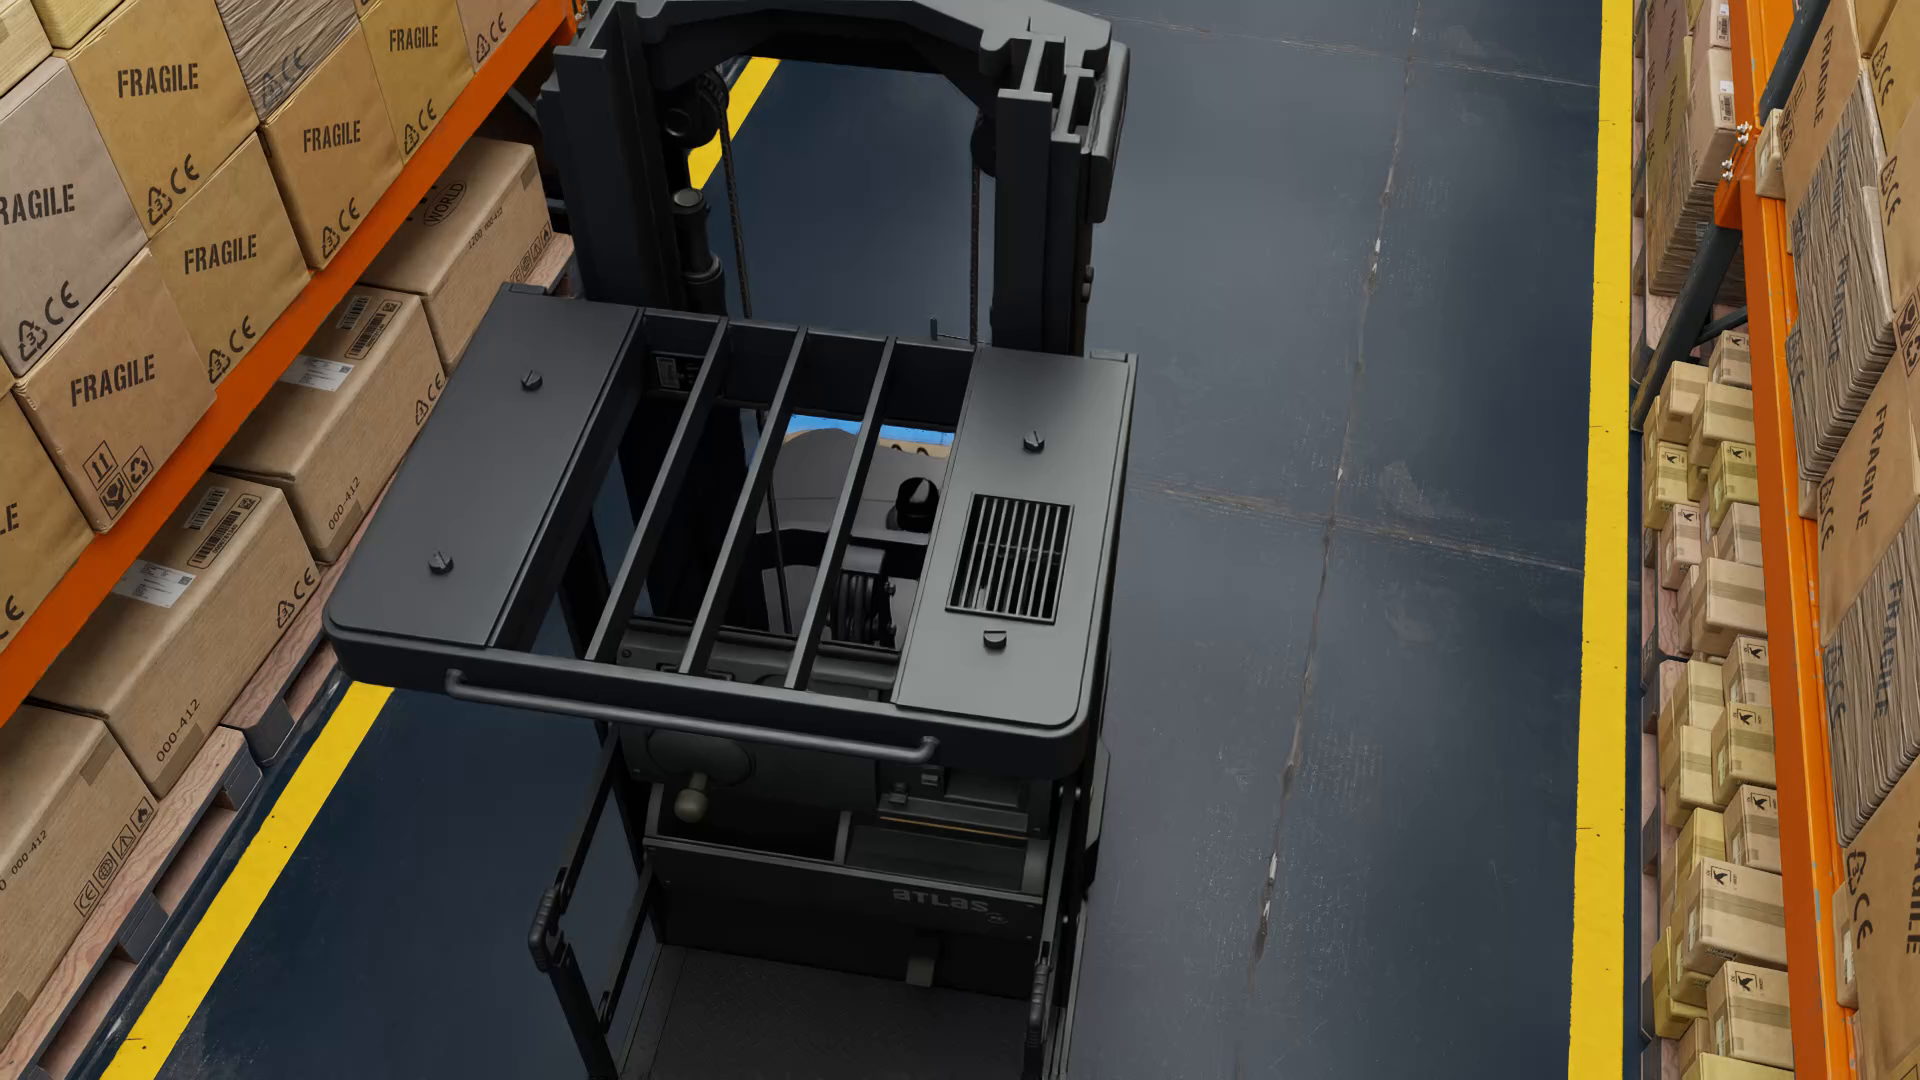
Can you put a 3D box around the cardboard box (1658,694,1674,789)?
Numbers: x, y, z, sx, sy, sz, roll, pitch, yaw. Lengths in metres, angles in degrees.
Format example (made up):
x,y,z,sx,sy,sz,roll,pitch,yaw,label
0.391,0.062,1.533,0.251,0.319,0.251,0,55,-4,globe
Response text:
x,y,z,sx,sy,sz,roll,pitch,yaw,label
2.247,0.617,4.826,0.380,0.149,0.250,10,49,9,cardboard box

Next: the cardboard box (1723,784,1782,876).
x,y,z,sx,sy,sz,roll,pitch,yaw,label
2.187,0.802,4.266,0.380,0.149,0.250,10,49,9,cardboard box

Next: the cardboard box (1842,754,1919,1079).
x,y,z,sx,sy,sz,roll,pitch,yaw,label
1.913,0.681,2.884,0.500,0.500,0.500,11,49,9,cardboard box

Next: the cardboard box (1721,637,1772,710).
x,y,z,sx,sy,sz,roll,pitch,yaw,label
2.331,0.437,4.588,0.380,0.149,0.250,10,49,8,cardboard box

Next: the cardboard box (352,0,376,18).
x,y,z,sx,sy,sz,roll,pitch,yaw,label
-1.846,-1.840,4.640,0.500,0.500,0.500,11,49,9,cardboard box

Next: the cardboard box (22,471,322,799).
x,y,z,sx,sy,sz,roll,pitch,yaw,label
-2.590,0.204,4.998,0.875,0.438,0.875,13,50,11,cardboard box

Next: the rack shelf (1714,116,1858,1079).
x,y,z,sx,sy,sz,roll,pitch,yaw,label
2.428,0.351,3.919,1.077,0.370,4.000,12,50,10,rack shelf

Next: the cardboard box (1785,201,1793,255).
x,y,z,sx,sy,sz,roll,pitch,yaw,label
2.568,-0.909,4.719,0.380,0.149,0.250,13,50,11,cardboard box

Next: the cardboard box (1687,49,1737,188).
x,y,z,sx,sy,sz,roll,pitch,yaw,label
2.907,-1.482,5.945,0.500,0.250,0.500,10,49,9,cardboard box

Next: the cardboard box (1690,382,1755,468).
x,y,z,sx,sy,sz,roll,pitch,yaw,label
2.535,-0.330,5.266,0.380,0.149,0.250,14,50,12,cardboard box

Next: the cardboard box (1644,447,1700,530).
x,y,z,sx,sy,sz,roll,pitch,yaw,label
2.479,-0.137,5.492,0.380,0.149,0.250,13,50,11,cardboard box

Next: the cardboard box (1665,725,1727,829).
x,y,z,sx,sy,sz,roll,pitch,yaw,label
2.156,0.688,4.565,0.380,0.149,0.250,12,50,10,cardboard box

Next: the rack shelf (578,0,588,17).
x,y,z,sx,sy,sz,roll,pitch,yaw,label
-1.321,-3.446,7.271,1.077,0.370,4.000,12,50,10,rack shelf

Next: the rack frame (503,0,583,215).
x,y,z,sx,sy,sz,roll,pitch,yaw,label
-1.847,-2.238,5.724,1.000,3.000,0.127,12,50,10,rack frame

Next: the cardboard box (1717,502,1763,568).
x,y,z,sx,sy,sz,roll,pitch,yaw,label
2.469,0.055,4.925,0.380,0.149,0.250,10,49,9,cardboard box

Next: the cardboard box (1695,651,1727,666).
x,y,z,sx,sy,sz,roll,pitch,yaw,label
2.372,0.344,4.868,0.380,0.149,0.250,14,50,12,cardboard box

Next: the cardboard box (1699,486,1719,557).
x,y,z,sx,sy,sz,roll,pitch,yaw,label
2.541,-0.045,5.212,0.380,0.149,0.250,11,50,10,cardboard box

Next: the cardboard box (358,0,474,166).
x,y,z,sx,sy,sz,roll,pitch,yaw,label
-1.853,-1.511,5.017,0.500,0.500,0.500,10,49,9,cardboard box

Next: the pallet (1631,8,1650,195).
x,y,z,sx,sy,sz,roll,pitch,yaw,label
3.477,-1.860,7.251,1.003,0.211,1.213,12,50,10,pallet

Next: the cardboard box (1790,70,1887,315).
x,y,z,sx,sy,sz,roll,pitch,yaw,label
2.458,-0.797,4.188,0.500,0.500,0.500,12,50,10,cardboard box

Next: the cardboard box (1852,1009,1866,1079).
x,y,z,sx,sy,sz,roll,pitch,yaw,label
1.868,0.994,3.039,0.380,0.149,0.250,11,50,10,cardboard box

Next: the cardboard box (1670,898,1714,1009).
x,y,z,sx,sy,sz,roll,pitch,yaw,label
2.025,1.074,4.224,0.380,0.149,0.250,12,50,11,cardboard box

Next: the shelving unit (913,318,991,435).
x,y,z,sx,sy,sz,roll,pitch,yaw,label
-0.002,-0.292,5.407,0.258,0.900,0.210,12,50,10,shelving unit

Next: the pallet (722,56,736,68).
x,y,z,sx,sy,sz,roll,pitch,yaw,label
-1.398,-2.773,8.057,1.003,0.211,1.213,12,50,10,pallet

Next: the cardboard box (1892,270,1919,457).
x,y,z,sx,sy,sz,roll,pitch,yaw,label
2.180,-0.411,3.180,0.500,0.500,0.500,10,49,9,cardboard box

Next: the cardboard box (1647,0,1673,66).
x,y,z,sx,sy,sz,roll,pitch,yaw,label
3.316,-2.341,7.203,0.500,0.500,0.500,10,49,9,cardboard box

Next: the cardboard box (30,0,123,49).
x,y,z,sx,sy,sz,roll,pitch,yaw,label
-2.091,-1.238,3.676,0.380,0.149,0.250,10,49,9,cardboard box

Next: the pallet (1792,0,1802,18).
x,y,z,sx,sy,sz,roll,pitch,yaw,label
3.296,-1.794,5.461,1.003,0.211,1.213,12,50,10,pallet

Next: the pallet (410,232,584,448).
x,y,z,sx,sy,sz,roll,pitch,yaw,label
-2.123,-0.780,6.298,1.003,0.211,1.213,12,50,10,pallet

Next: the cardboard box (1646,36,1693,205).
x,y,z,sx,sy,sz,roll,pitch,yaw,label
3.042,-1.602,6.550,0.500,0.500,0.500,11,49,9,cardboard box

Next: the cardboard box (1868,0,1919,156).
x,y,z,sx,sy,sz,roll,pitch,yaw,label
2.479,-1.140,3.823,0.500,0.500,0.500,10,49,9,cardboard box

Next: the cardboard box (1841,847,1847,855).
x,y,z,sx,sy,sz,roll,pitch,yaw,label
2.011,0.620,3.369,0.380,0.149,0.250,10,49,8,cardboard box

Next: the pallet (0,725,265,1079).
x,y,z,sx,sy,sz,roll,pitch,yaw,label
-2.765,0.985,4.740,1.003,0.211,1.213,12,50,10,pallet

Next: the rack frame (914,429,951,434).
x,y,z,sx,sy,sz,roll,pitch,yaw,label
-0.029,-0.218,5.343,0.240,0.900,0.006,12,50,10,rack frame

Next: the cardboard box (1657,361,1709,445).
x,y,z,sx,sy,sz,roll,pitch,yaw,label
2.551,-0.429,5.551,0.380,0.149,0.250,14,50,12,cardboard box

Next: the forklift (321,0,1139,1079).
x,y,z,sx,sy,sz,roll,pitch,yaw,label
-0.294,0.536,3.322,1.130,2.935,3.031,7,49,6,forklift

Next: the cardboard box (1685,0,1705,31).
x,y,z,sx,sy,sz,roll,pitch,yaw,label
3.181,-2.237,6.610,0.500,0.250,0.500,10,49,8,cardboard box

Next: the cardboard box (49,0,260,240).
x,y,z,sx,sy,sz,roll,pitch,yaw,label
-2.111,-1.109,3.995,0.500,0.500,0.500,12,50,10,cardboard box

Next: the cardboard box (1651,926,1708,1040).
x,y,z,sx,sy,sz,roll,pitch,yaw,label
2.021,1.184,4.326,0.380,0.149,0.250,10,49,8,cardboard box

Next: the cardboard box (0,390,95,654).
x,y,z,sx,sy,sz,roll,pitch,yaw,label
-2.390,-0.039,3.717,0.500,0.500,0.500,11,49,10,cardboard box

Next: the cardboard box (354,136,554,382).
x,y,z,sx,sy,sz,roll,pitch,yaw,label
-2.116,-1.096,6.145,0.875,0.438,0.875,11,49,9,cardboard box

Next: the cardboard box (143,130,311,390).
x,y,z,sx,sy,sz,roll,pitch,yaw,label
-2.123,-0.769,4.362,0.500,0.500,0.500,13,50,11,cardboard box

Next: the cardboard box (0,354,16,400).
x,y,z,sx,sy,sz,roll,pitch,yaw,label
-2.370,-0.374,3.346,0.500,0.500,0.500,10,49,9,cardboard box

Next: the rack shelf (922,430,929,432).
x,y,z,sx,sy,sz,roll,pitch,yaw,label
-0.002,-0.329,5.365,0.258,0.077,0.200,12,50,10,rack shelf

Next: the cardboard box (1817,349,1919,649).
x,y,z,sx,sy,sz,roll,pitch,yaw,label
2.178,-0.047,3.525,0.500,0.500,0.500,14,50,12,cardboard box

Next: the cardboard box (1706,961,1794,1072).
x,y,z,sx,sy,sz,roll,pitch,yaw,label
1.993,1.177,3.936,0.380,0.149,0.250,10,49,9,cardboard box

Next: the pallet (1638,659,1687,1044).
x,y,z,sx,sy,sz,roll,pitch,yaw,label
2.493,0.967,4.756,1.003,0.211,1.213,12,50,10,pallet

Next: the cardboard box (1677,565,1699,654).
x,y,z,sx,sy,sz,roll,pitch,yaw,label
2.445,0.247,5.153,0.380,0.149,0.250,11,49,9,cardboard box
